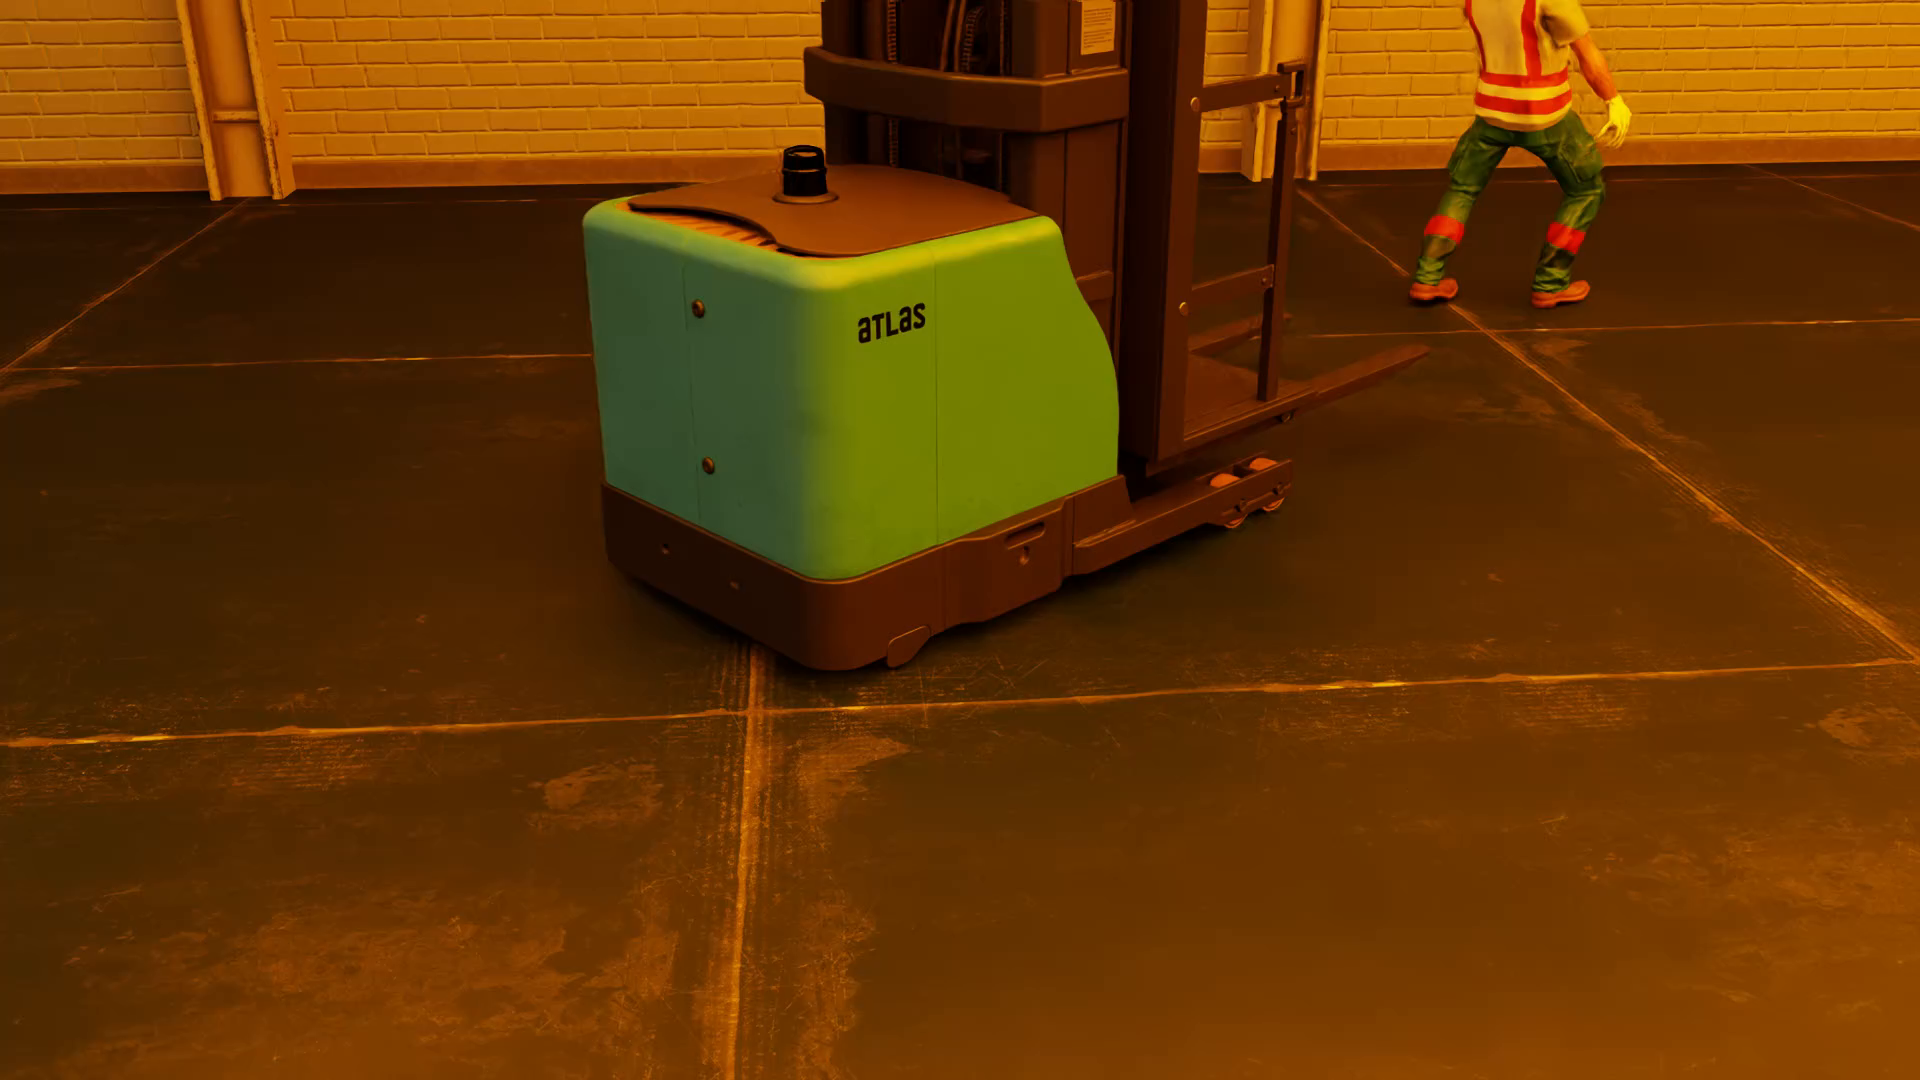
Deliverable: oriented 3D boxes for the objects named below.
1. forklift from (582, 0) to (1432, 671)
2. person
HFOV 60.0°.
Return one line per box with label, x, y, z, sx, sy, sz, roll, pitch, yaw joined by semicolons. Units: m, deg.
forklift;0.403;-1.510;4.797;3.031;2.935;1.130;-21;31;-40
person;2.516;-1.843;7.135;0.773;1.678;0.867;21;31;39
